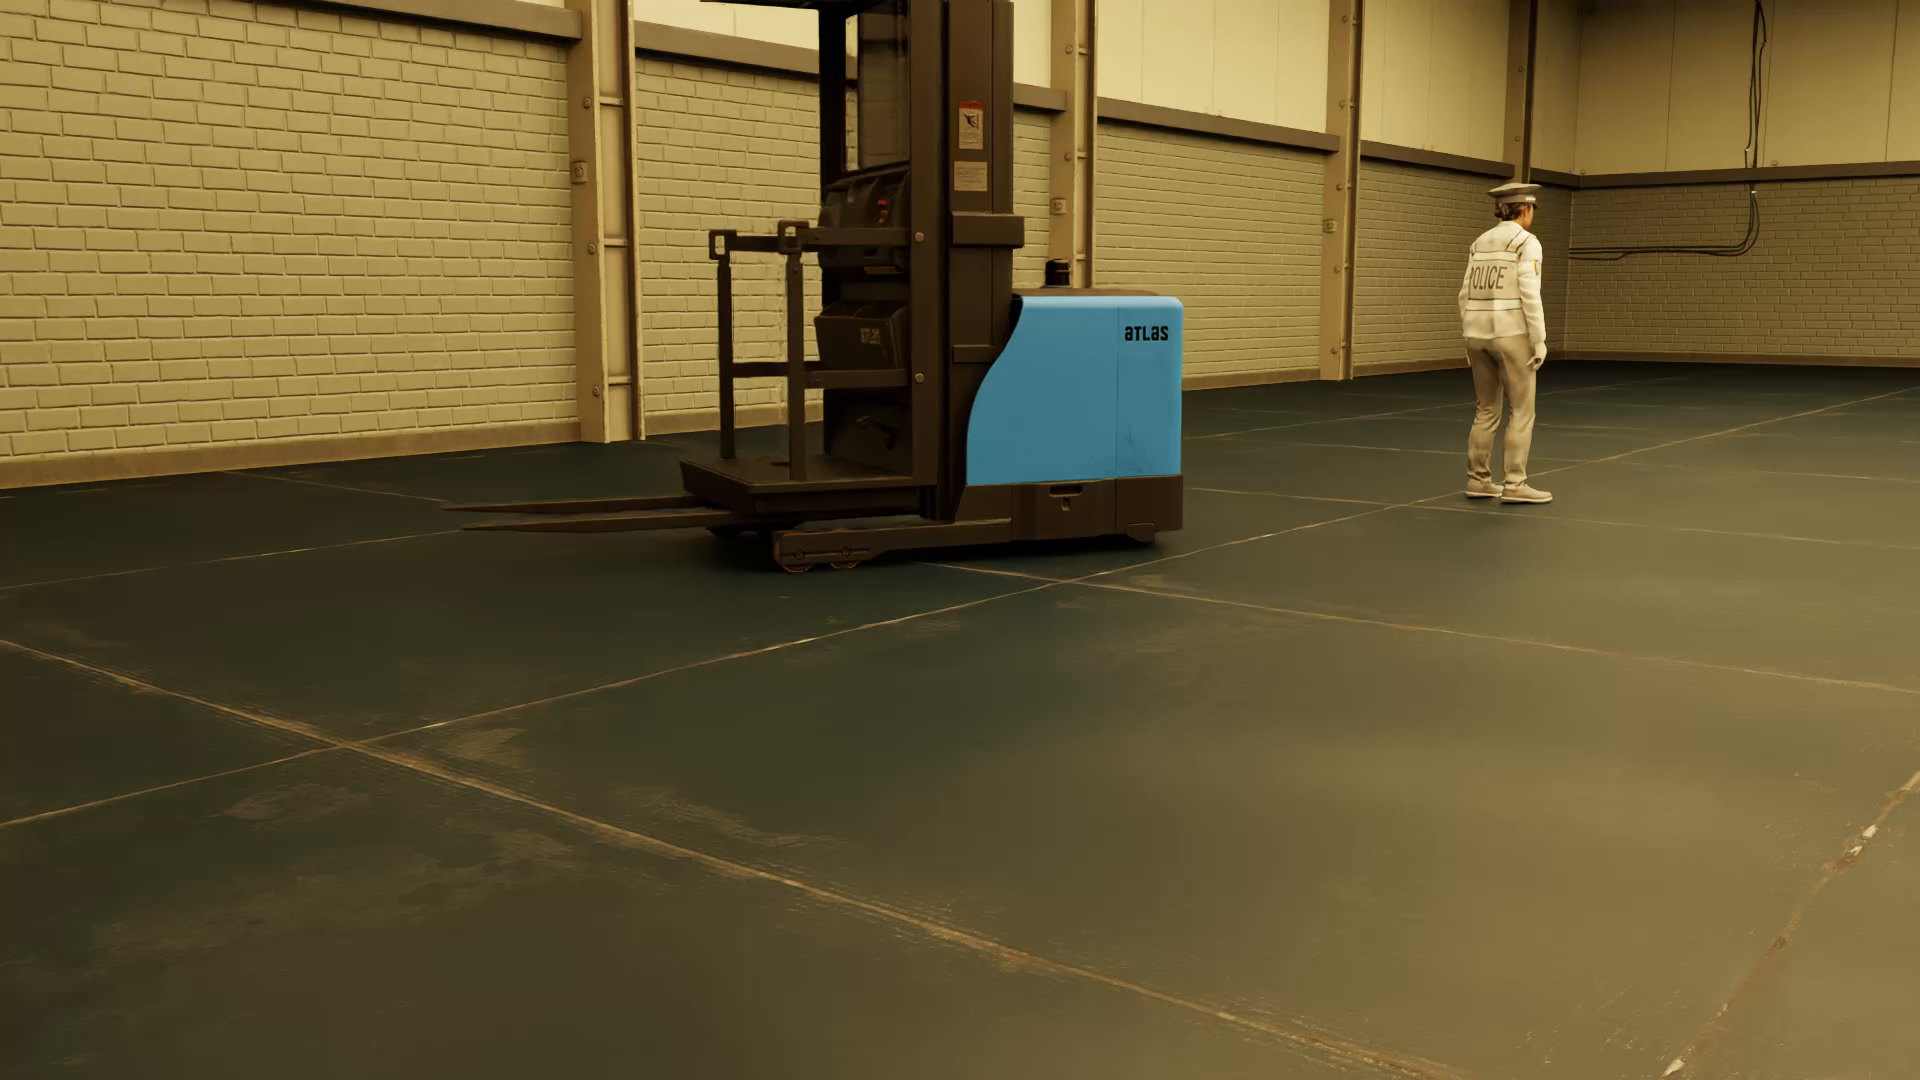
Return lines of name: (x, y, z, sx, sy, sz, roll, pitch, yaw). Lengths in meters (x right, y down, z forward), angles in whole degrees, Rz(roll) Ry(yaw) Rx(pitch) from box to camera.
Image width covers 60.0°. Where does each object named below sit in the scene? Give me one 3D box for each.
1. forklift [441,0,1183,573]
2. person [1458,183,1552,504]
forklift: (-0.592, -1.406, 6.891, 3.031, 2.935, 1.130, -4, 9, -24)
person: (2.865, -1.038, 8.766, 0.376, 1.662, 0.529, -4, 9, -28)
